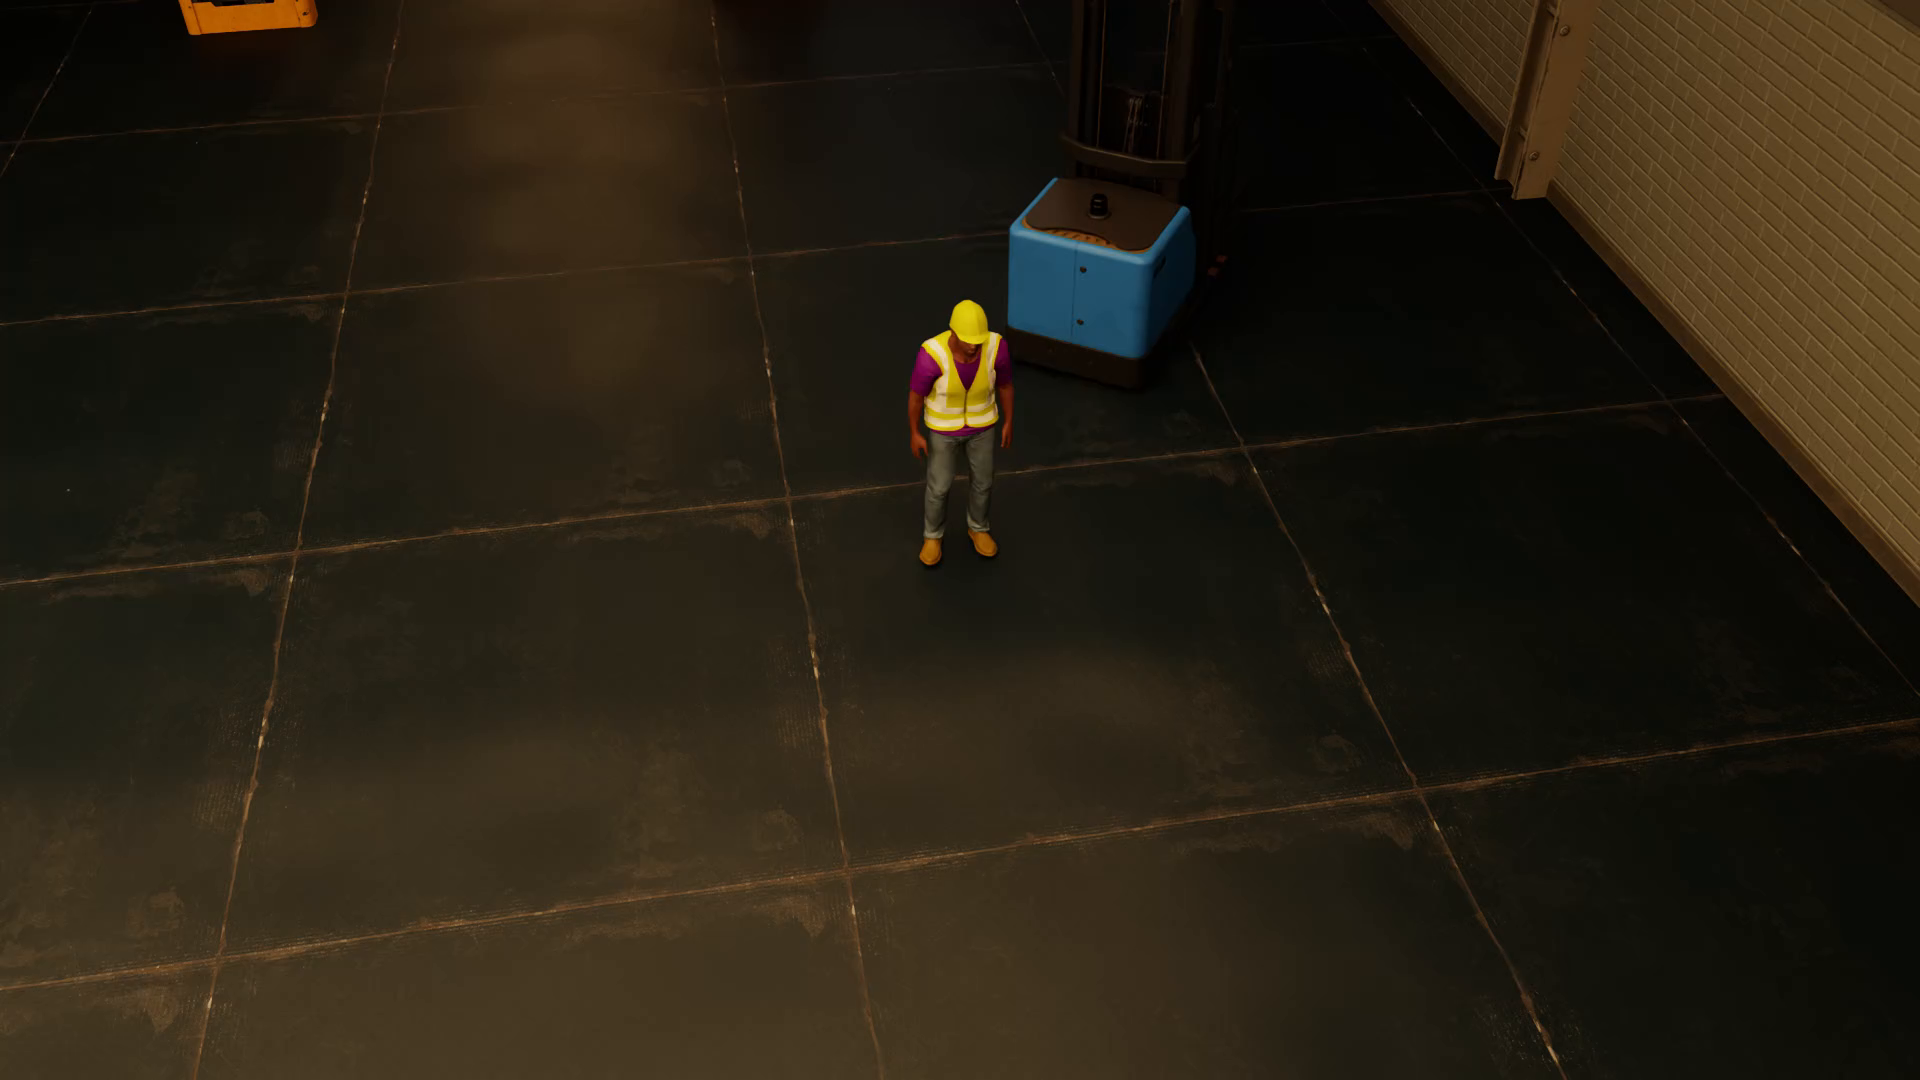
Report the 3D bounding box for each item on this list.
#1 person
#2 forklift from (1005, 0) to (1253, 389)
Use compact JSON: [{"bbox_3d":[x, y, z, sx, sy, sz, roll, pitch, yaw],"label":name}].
[{"bbox_3d":[0.015,-0.645,9.623,0.626,1.760,0.460,-8,41,-9],"label":"person"},{"bbox_3d":[1.398,-3.100,11.604,1.130,2.935,3.031,17,43,19],"label":"forklift"}]
